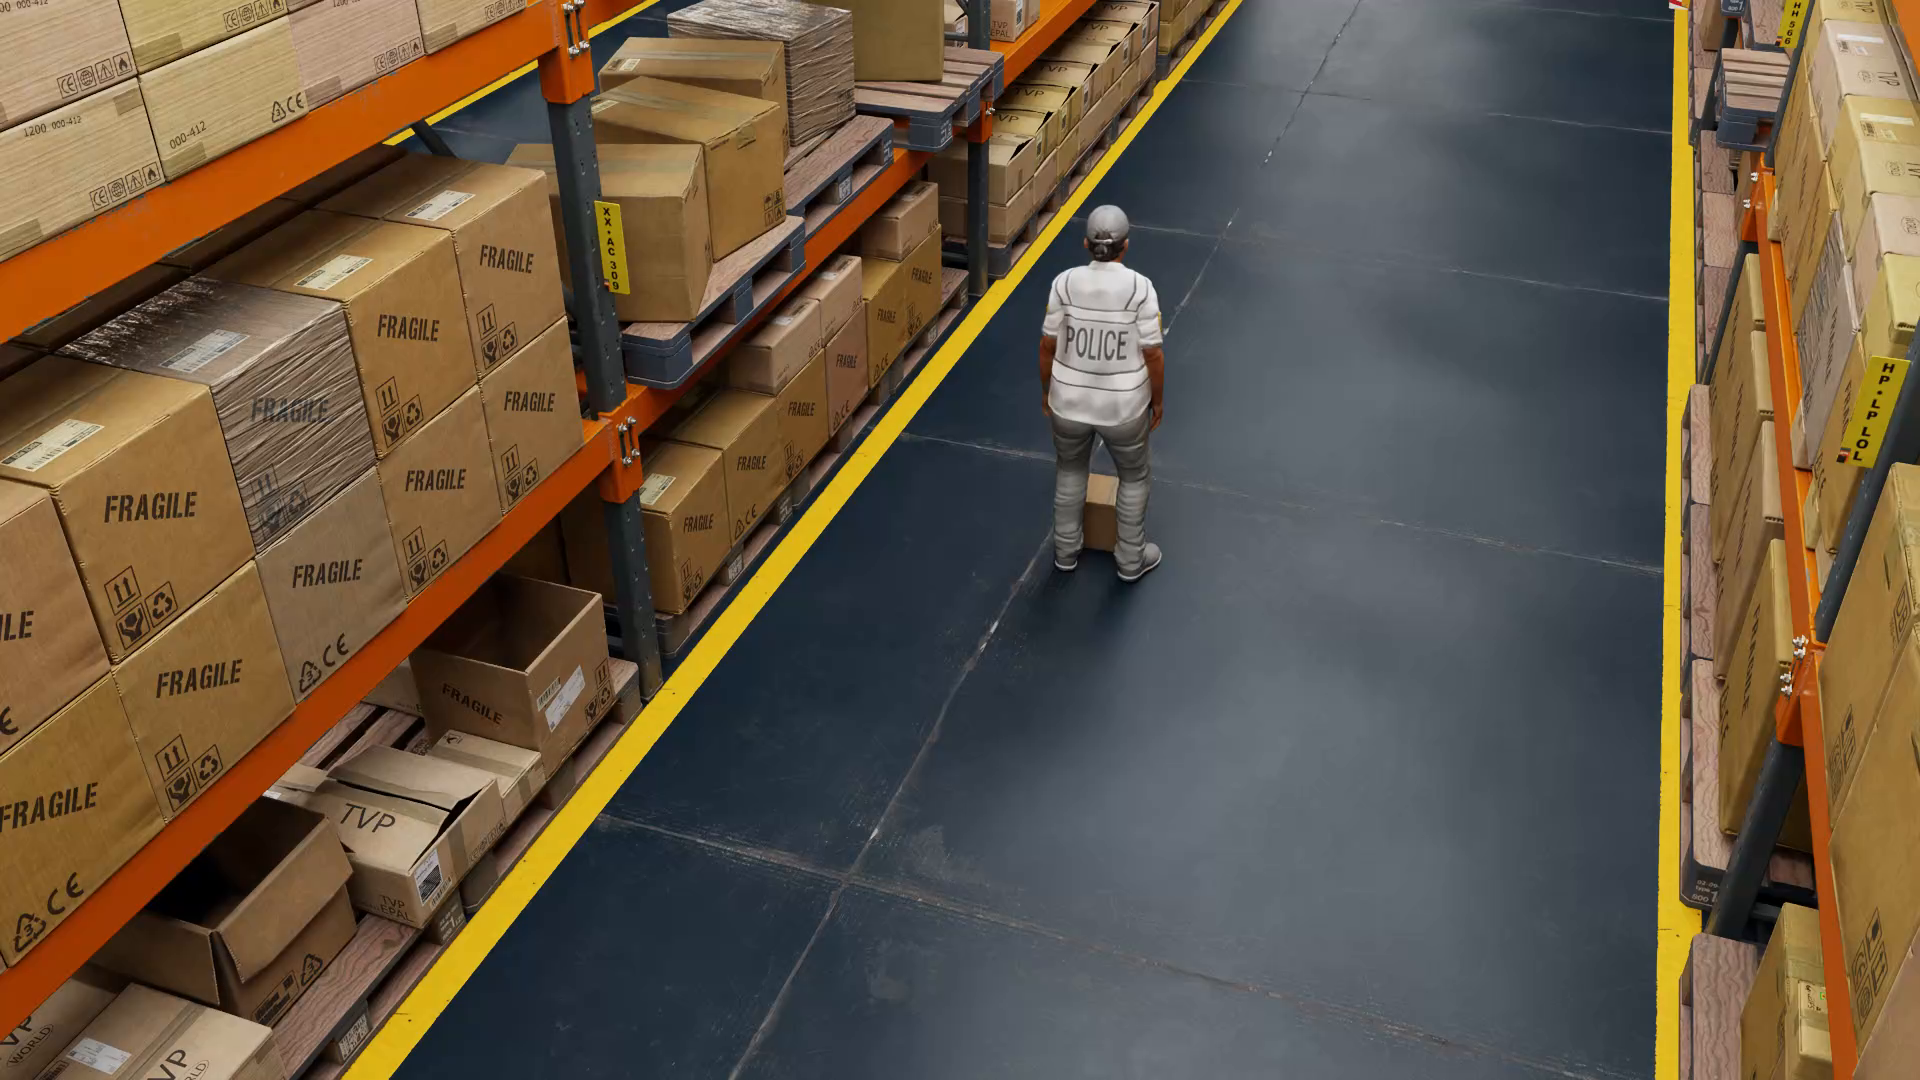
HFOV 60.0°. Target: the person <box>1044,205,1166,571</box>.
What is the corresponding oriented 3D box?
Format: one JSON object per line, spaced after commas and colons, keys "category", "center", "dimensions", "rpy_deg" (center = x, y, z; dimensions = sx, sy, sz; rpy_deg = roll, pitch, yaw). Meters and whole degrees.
{"category": "person", "center": [0.614, -0.626, 7.022], "dimensions": [0.523, 1.600, 0.468], "rpy_deg": [11, 35, 17]}
